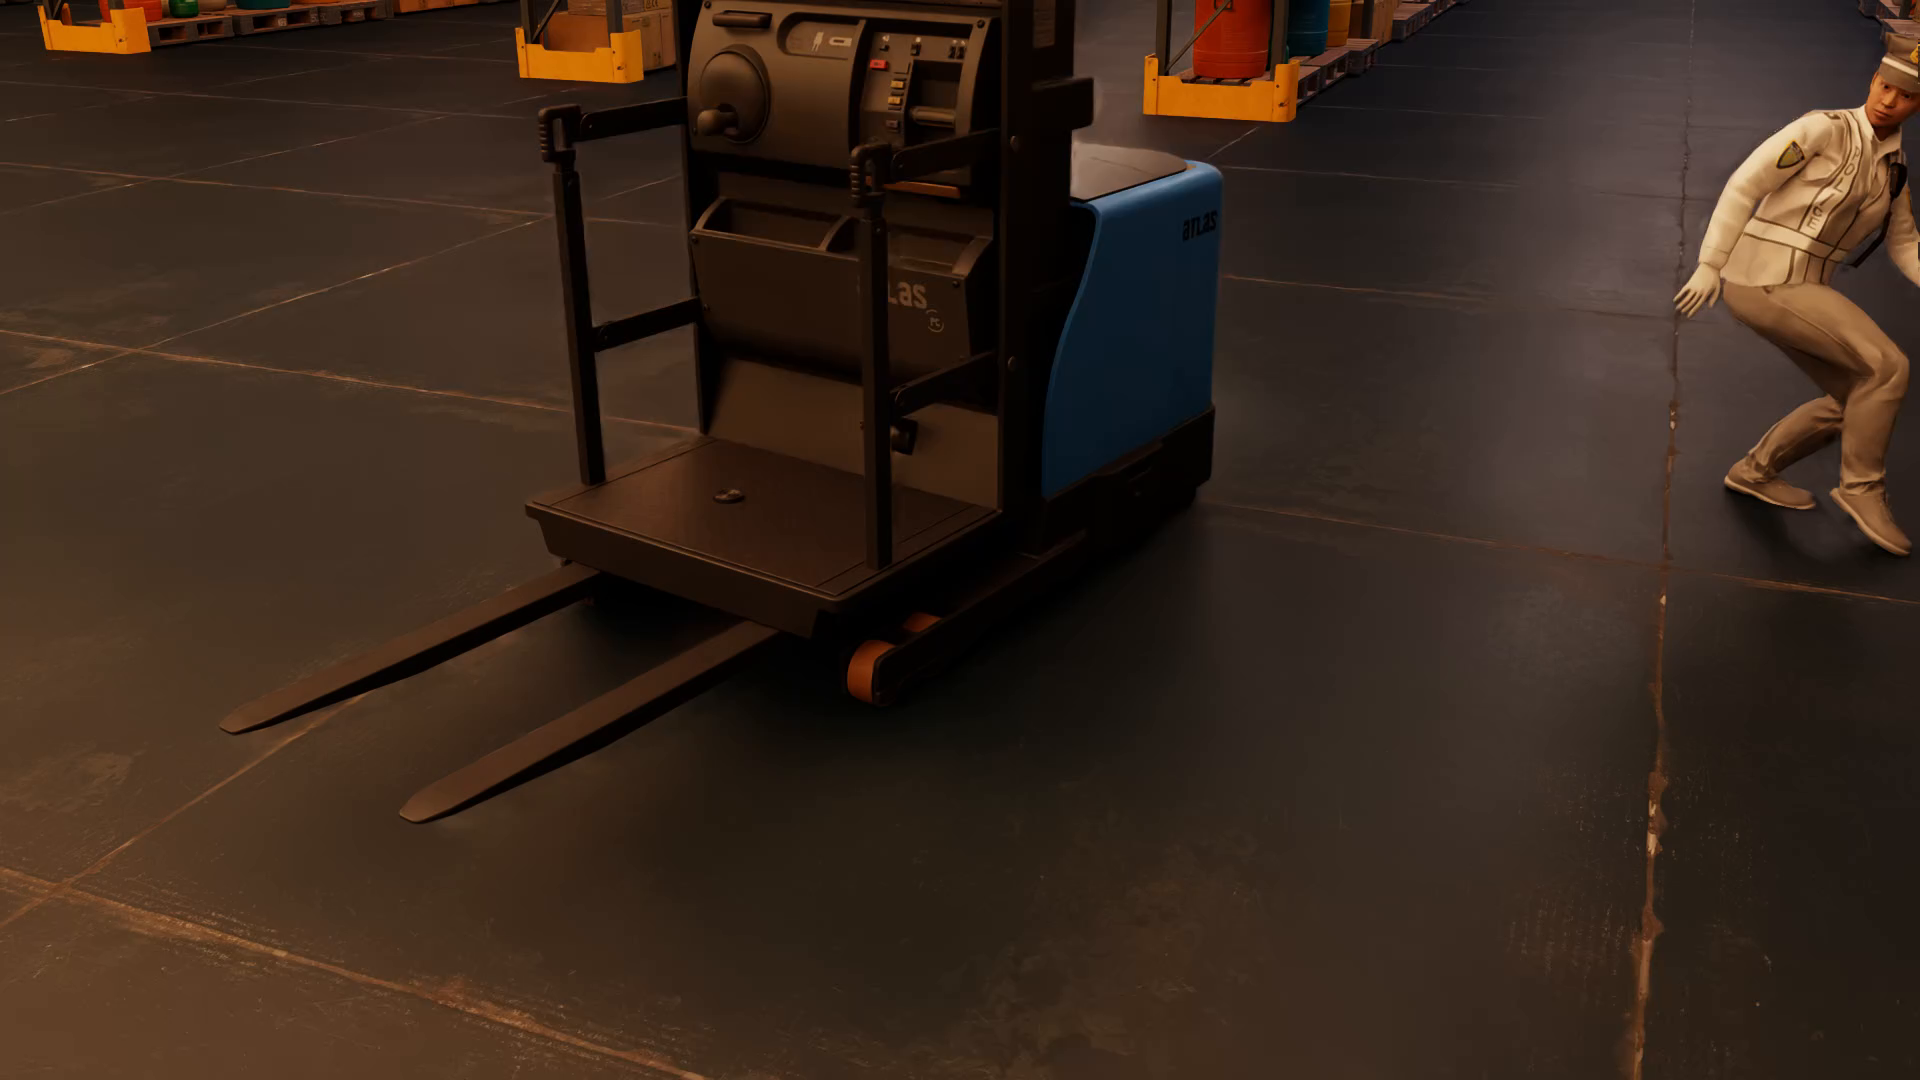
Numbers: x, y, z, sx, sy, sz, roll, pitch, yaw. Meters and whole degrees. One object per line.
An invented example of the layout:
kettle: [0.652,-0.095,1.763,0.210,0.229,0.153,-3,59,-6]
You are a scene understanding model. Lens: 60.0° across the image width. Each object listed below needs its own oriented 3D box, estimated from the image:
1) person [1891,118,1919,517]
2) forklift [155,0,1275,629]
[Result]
person: [3.133,-0.830,5.024,0.731,1.628,0.531,-8,24,-19]
forklift: [-0.707,-1.326,4.464,3.031,2.935,1.130,-2,23,-5]
